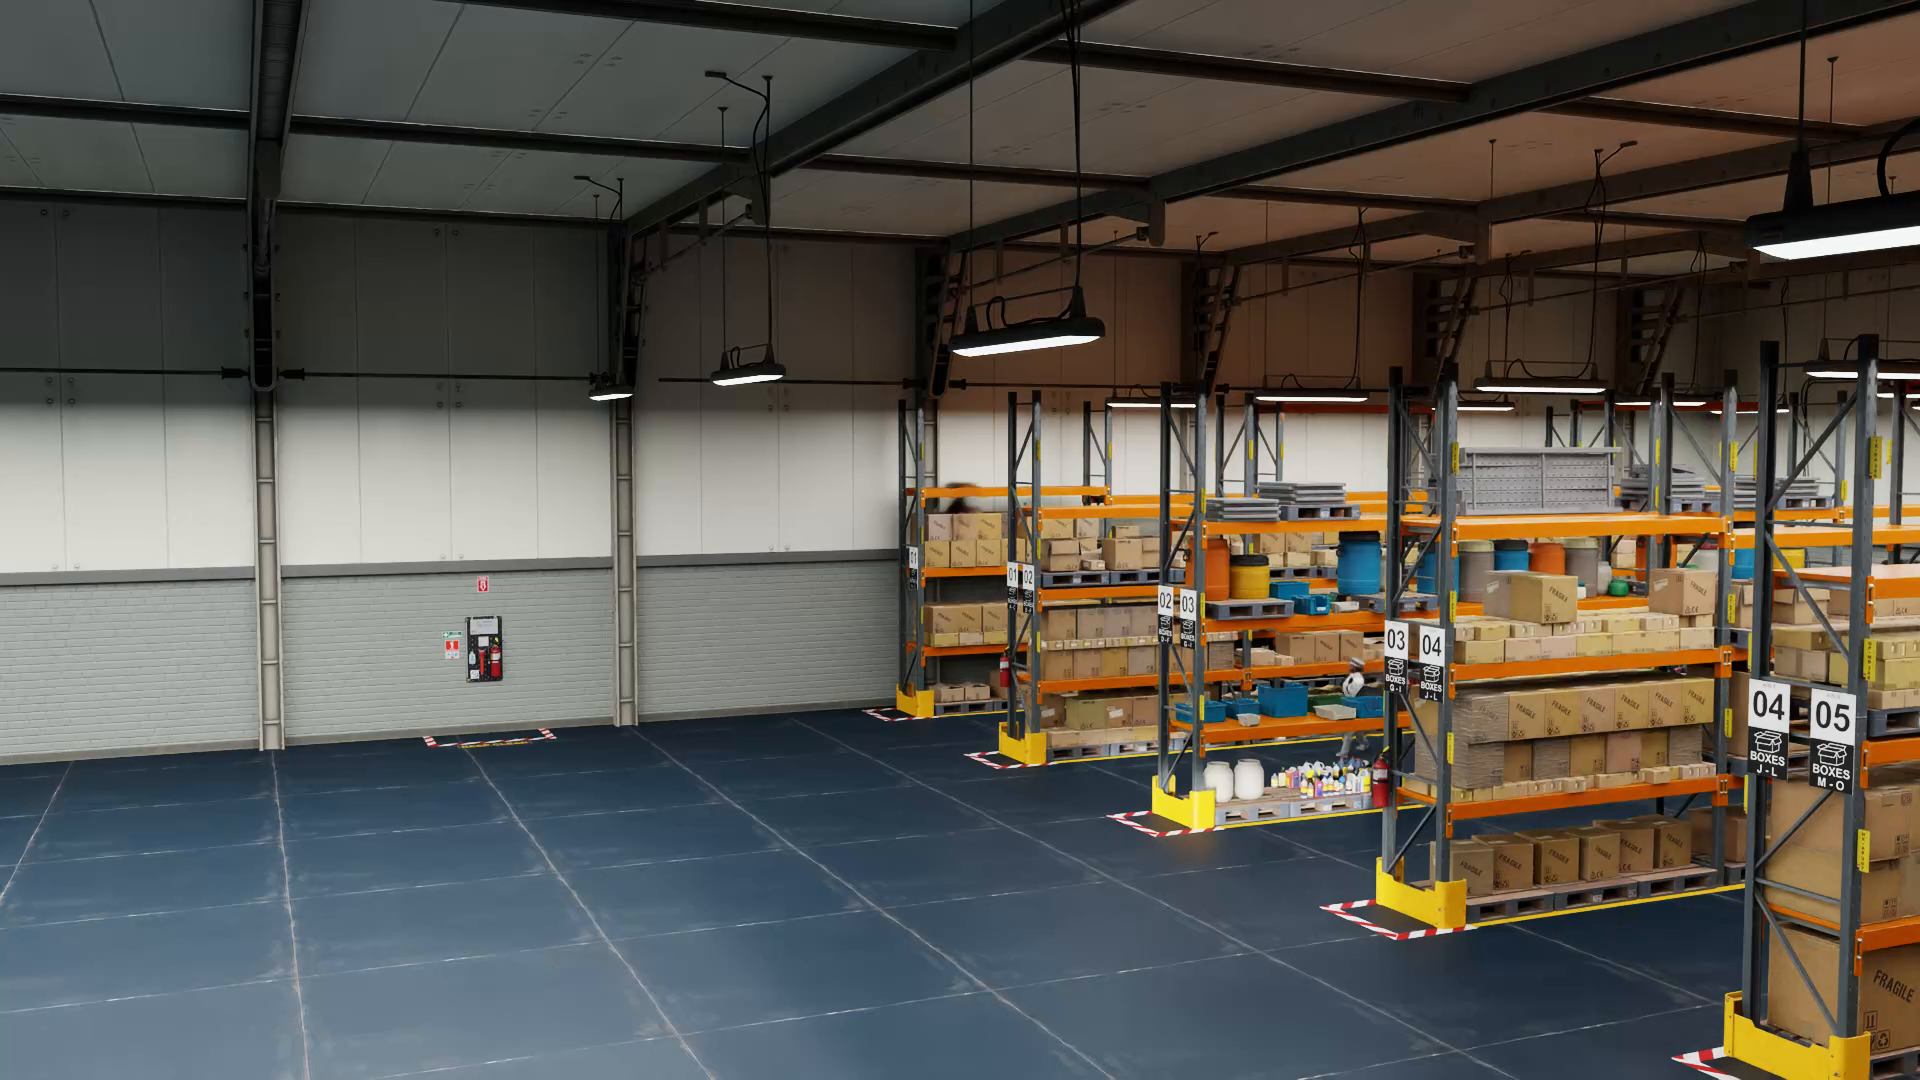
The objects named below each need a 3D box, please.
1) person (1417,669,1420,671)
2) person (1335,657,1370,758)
[{"bbox_3d":[9.440,2.314,33.536,1.046,1.733,0.575,-2,4,-25],"label":"person"},{"bbox_3d":[6.462,2.737,27.380,0.979,1.648,0.556,-2,4,-35],"label":"person"}]
